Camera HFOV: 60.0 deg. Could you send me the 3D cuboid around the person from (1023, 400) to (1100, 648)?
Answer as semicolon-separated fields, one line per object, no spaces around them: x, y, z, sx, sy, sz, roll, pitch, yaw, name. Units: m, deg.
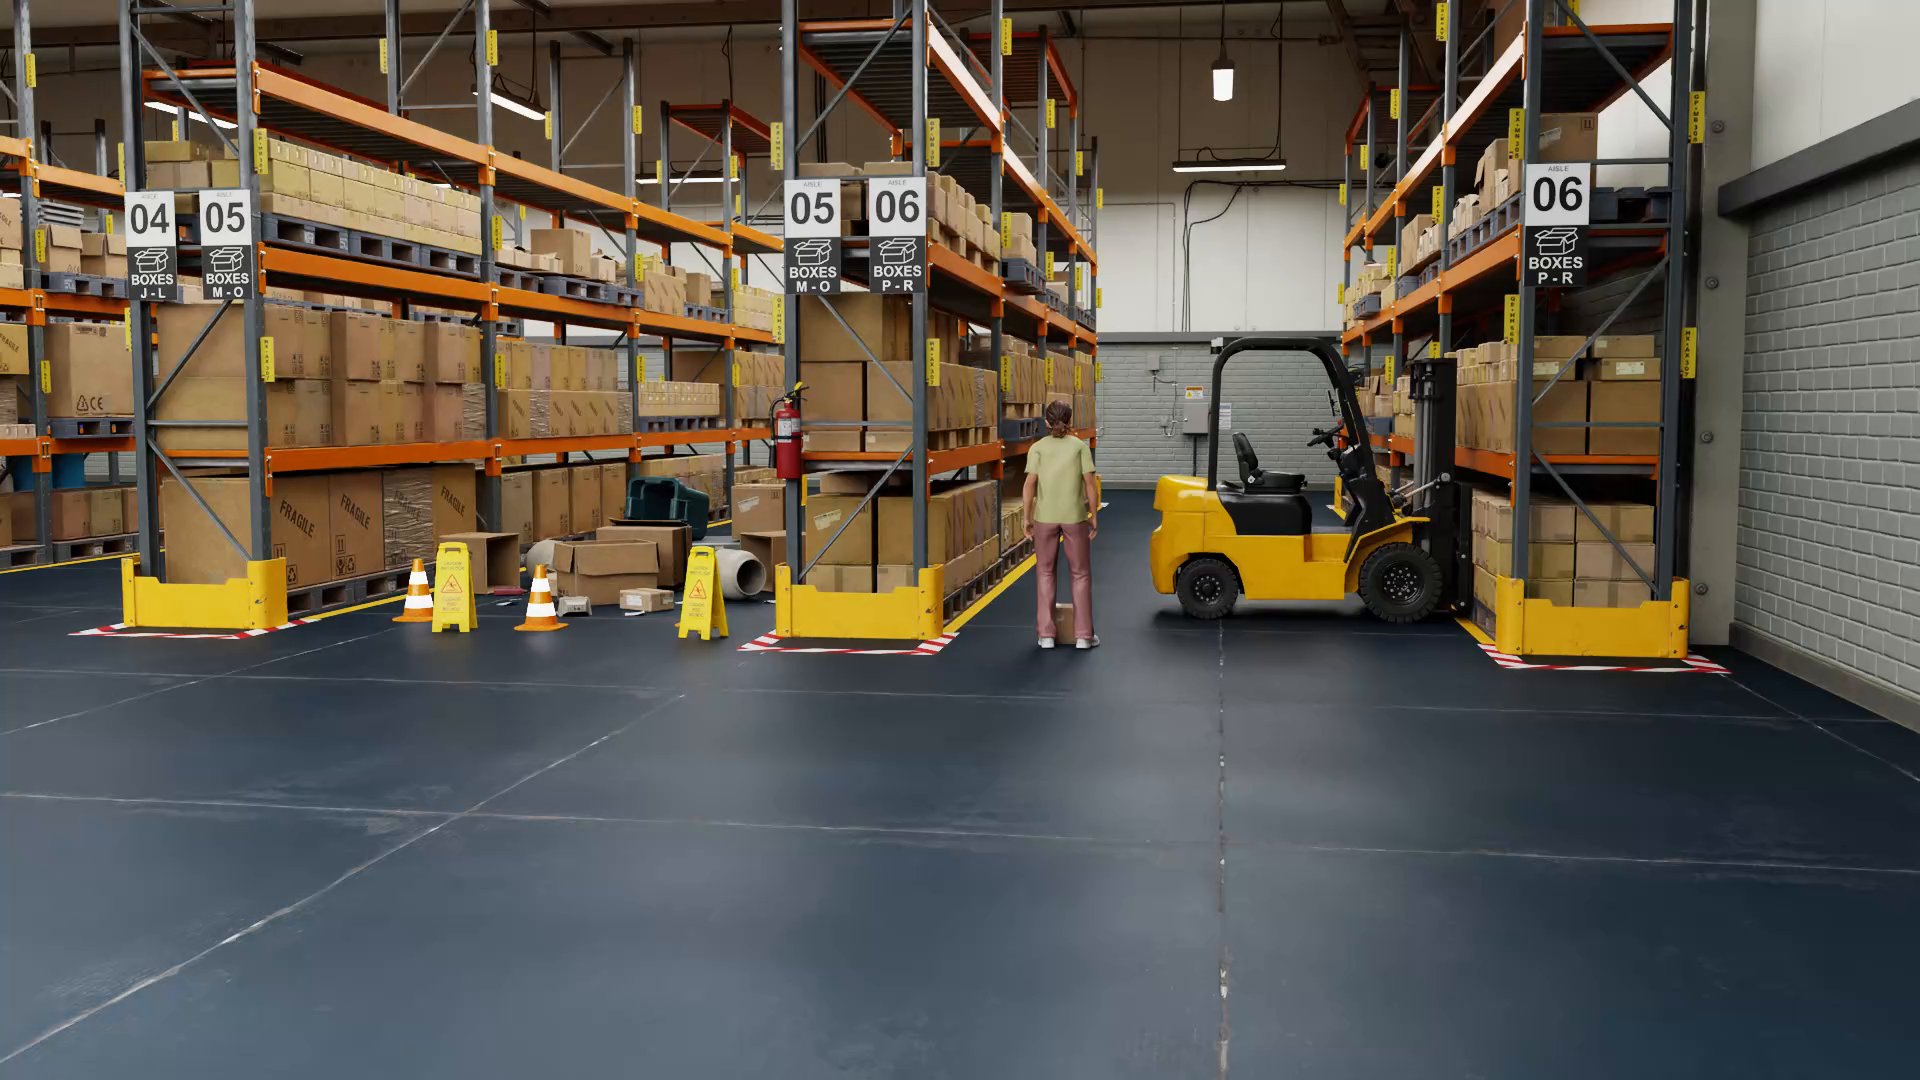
0.685;-0.109;11.230;0.521;1.672;0.353;0;5;5;person
